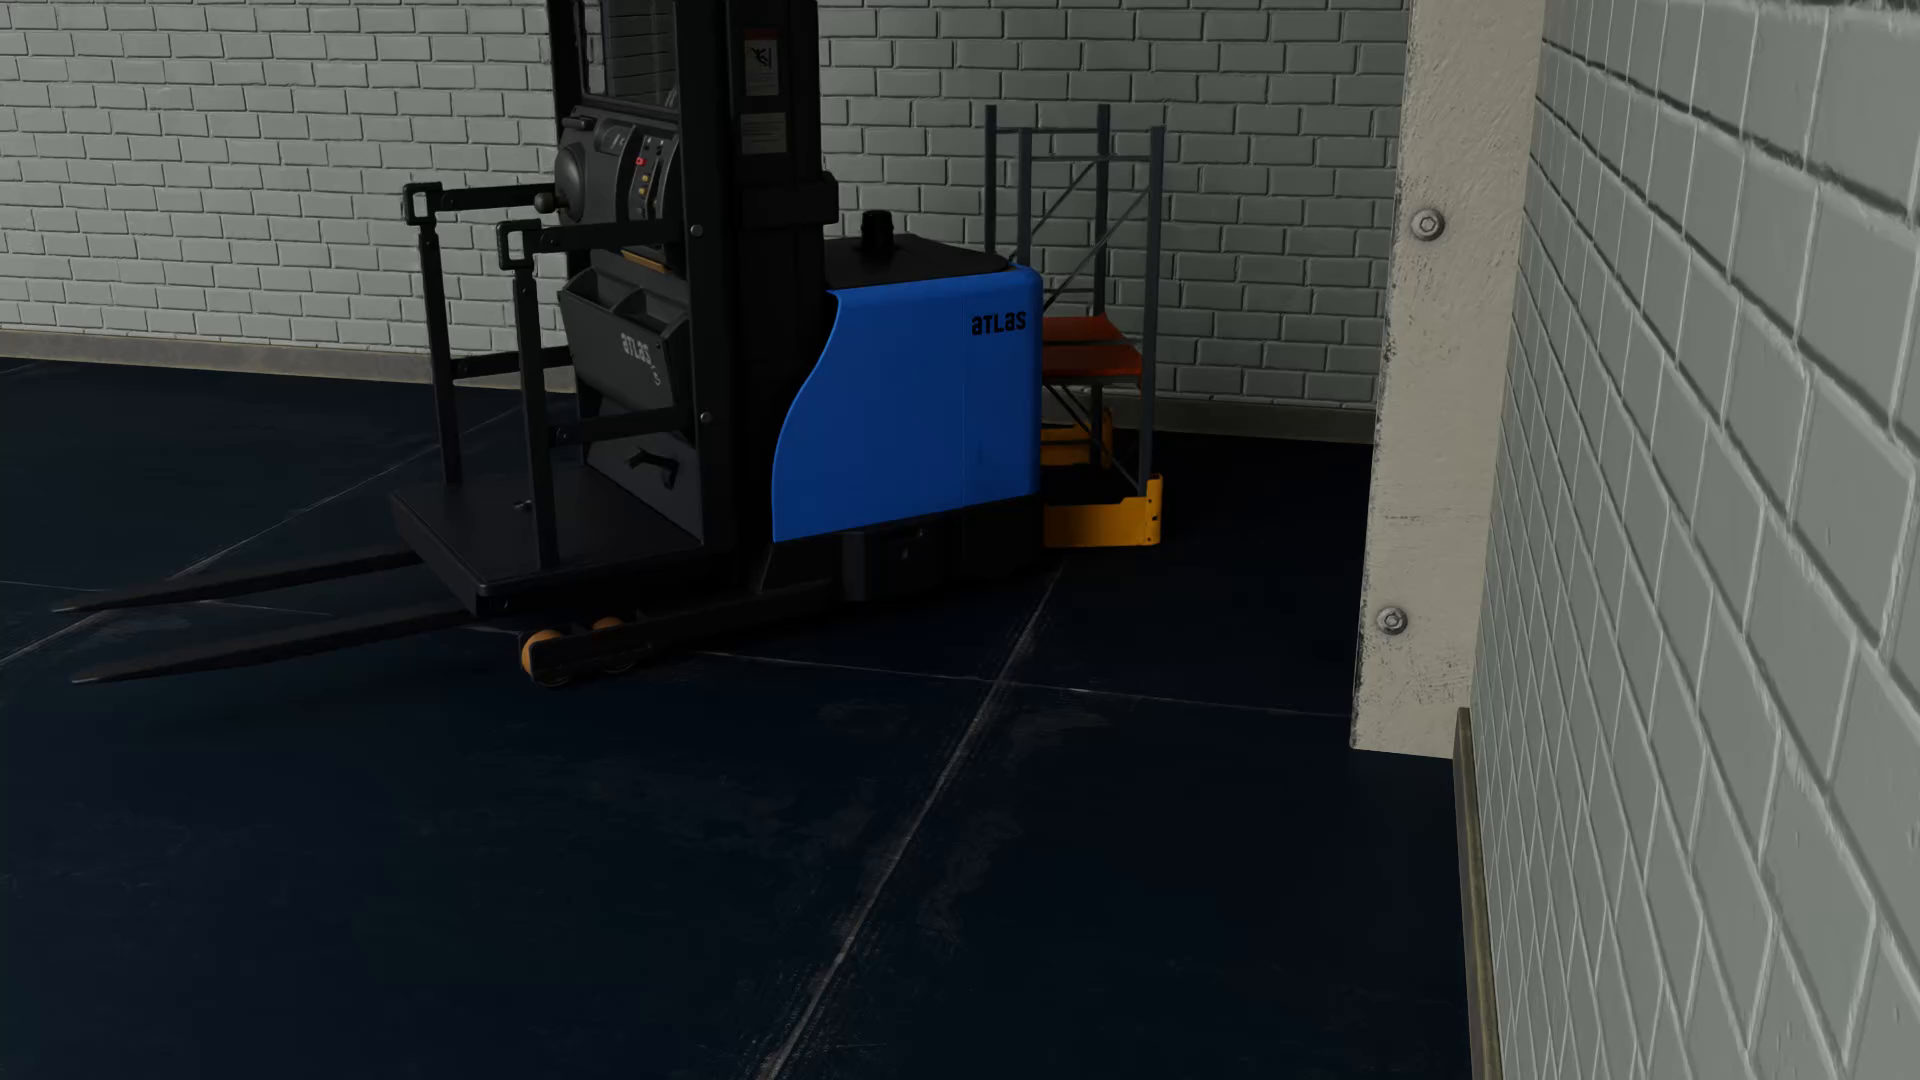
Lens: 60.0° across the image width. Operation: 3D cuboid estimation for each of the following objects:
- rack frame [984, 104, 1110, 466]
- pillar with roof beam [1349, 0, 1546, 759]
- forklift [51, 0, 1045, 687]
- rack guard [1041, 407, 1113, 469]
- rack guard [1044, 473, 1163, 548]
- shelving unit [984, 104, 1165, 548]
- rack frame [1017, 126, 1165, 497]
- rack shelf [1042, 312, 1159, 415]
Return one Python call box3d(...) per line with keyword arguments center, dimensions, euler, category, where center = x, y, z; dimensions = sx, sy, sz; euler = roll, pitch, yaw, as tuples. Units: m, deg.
box3d(center=(0.350, -1.025, 6.870), dimensions=(0.500, 1.500, 0.032), euler=(-2, 19, -5), category="rack frame")
box3d(center=(-2.916, -4.082, 4.217), dimensions=(9.100, 9.000, 0.400), euler=(5, 19, 13), category="pillar with roof beam")
box3d(center=(-1.232, -1.147, 5.011), dimensions=(3.031, 2.935, 1.130), euler=(-11, 22, -30), category="forklift")
box3d(center=(0.352, -0.428, 7.053), dimensions=(0.587, 0.250, 0.087), euler=(-2, 19, -5), category="rack guard")
box3d(center=(0.449, -0.107, 6.115), dimensions=(0.587, 0.250, 0.087), euler=(-2, 19, -5), category="rack guard")
box3d(center=(0.400, -0.859, 6.382), dimensions=(0.587, 1.500, 1.083), euler=(-2, 19, -5), category="shelving unit")
box3d(center=(0.449, -0.698, 5.912), dimensions=(0.500, 1.500, 0.032), euler=(-2, 19, -5), category="rack frame")
box3d(center=(0.399, -0.692, 6.449), dimensions=(0.538, 0.185, 1.000), euler=(-2, 19, -5), category="rack shelf")
